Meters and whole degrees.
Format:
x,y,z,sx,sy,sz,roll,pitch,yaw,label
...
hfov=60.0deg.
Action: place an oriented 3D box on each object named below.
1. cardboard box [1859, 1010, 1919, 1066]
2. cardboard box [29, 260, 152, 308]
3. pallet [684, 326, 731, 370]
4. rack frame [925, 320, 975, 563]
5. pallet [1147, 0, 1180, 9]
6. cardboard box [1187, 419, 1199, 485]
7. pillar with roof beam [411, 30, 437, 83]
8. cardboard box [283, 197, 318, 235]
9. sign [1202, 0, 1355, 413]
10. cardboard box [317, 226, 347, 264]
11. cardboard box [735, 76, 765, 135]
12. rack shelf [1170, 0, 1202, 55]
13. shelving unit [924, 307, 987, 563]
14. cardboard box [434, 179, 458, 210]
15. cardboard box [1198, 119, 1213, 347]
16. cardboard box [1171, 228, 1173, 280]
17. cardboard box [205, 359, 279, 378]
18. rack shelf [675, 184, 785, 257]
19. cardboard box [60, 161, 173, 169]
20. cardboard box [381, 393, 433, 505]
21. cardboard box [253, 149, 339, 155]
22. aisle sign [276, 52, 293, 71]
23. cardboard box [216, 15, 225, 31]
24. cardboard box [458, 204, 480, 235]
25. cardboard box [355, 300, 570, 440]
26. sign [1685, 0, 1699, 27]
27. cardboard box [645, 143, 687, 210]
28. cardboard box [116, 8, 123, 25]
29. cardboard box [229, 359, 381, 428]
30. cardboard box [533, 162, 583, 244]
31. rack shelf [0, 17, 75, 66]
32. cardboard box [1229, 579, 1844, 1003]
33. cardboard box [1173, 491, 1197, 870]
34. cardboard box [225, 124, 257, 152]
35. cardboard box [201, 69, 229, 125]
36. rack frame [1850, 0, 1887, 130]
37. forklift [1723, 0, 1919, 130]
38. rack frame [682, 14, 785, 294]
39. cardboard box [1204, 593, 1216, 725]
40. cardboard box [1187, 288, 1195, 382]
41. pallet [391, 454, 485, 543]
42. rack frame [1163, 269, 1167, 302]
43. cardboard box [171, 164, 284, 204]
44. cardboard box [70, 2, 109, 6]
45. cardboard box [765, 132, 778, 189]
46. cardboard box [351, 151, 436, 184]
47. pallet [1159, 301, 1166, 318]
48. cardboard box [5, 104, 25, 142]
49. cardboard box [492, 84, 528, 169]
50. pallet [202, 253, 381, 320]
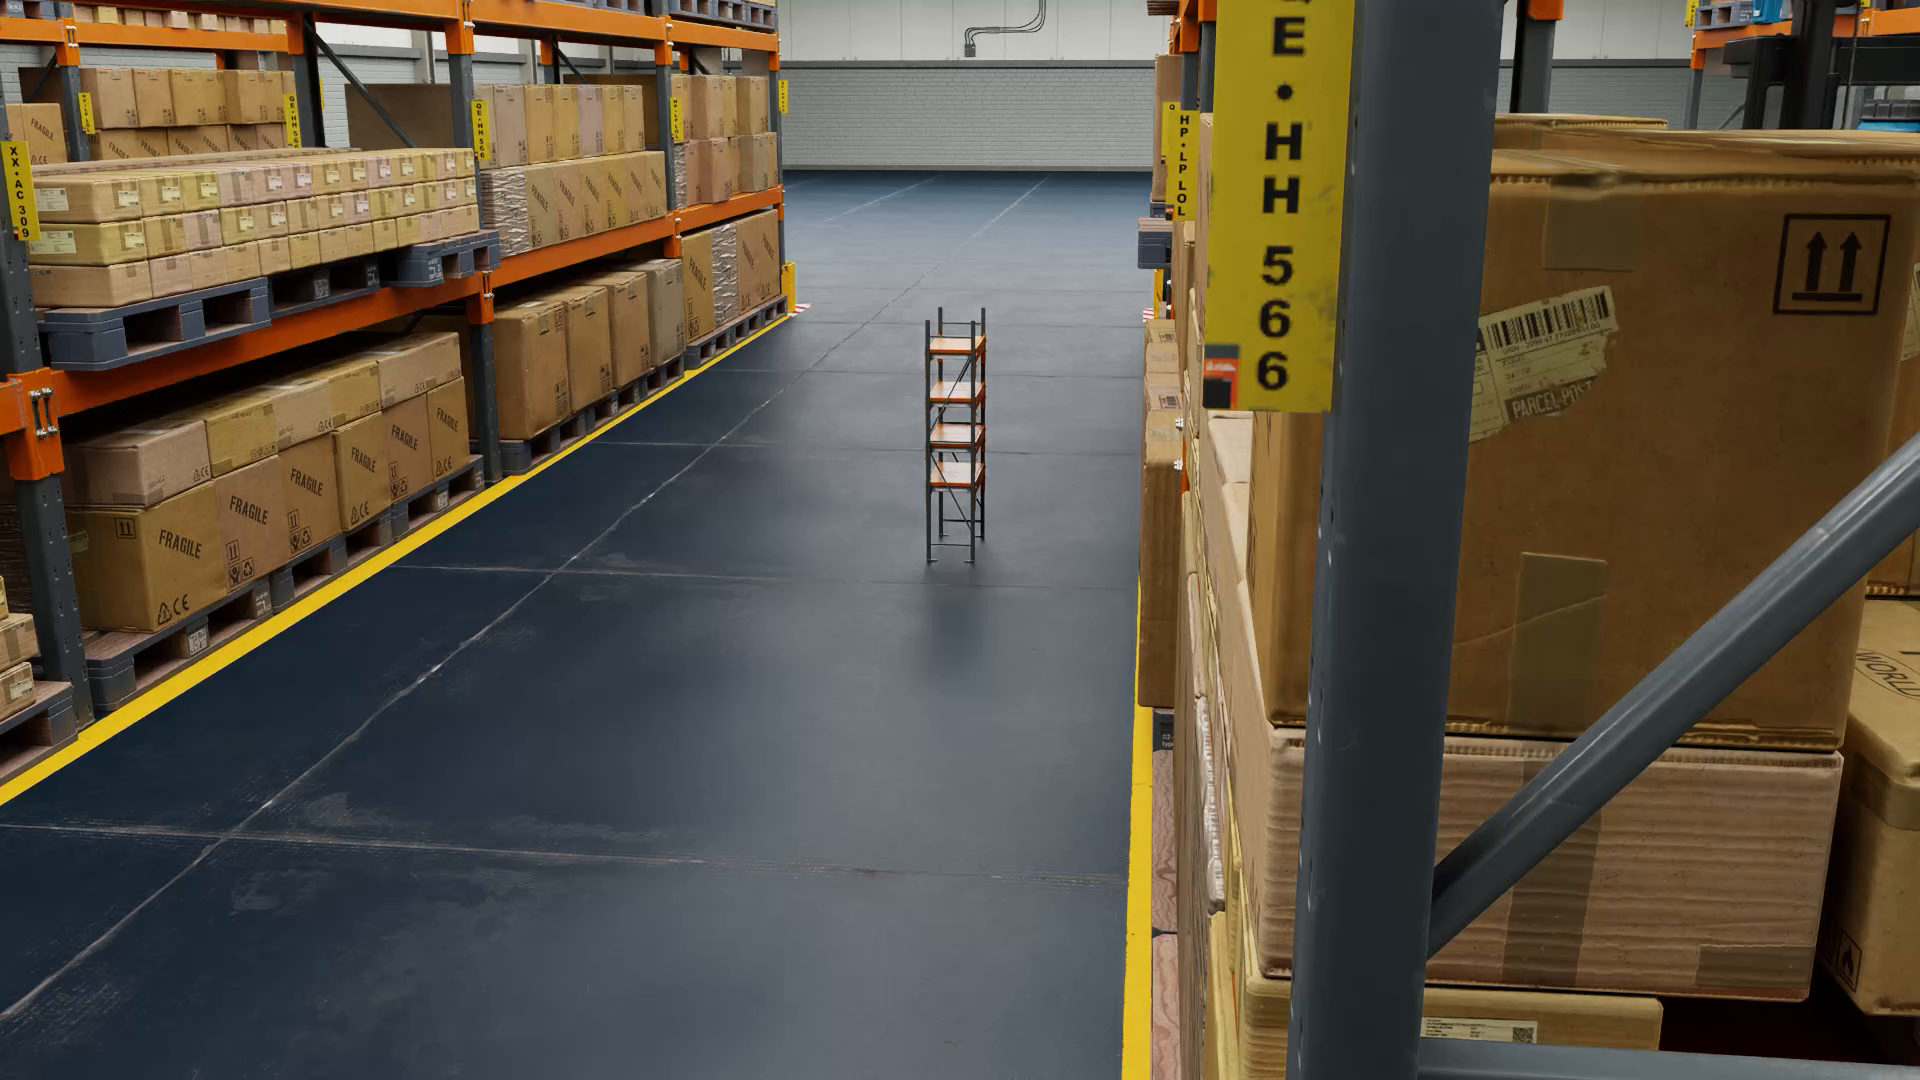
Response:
x,y,z,sx,sy,sz,roll,pitch,yaw,label
1.133,0.481,1.619,0.380,0.149,0.250,2,15,7,cardboard box
-3.199,-0.938,6.062,0.380,0.149,0.250,1,15,4,cardboard box
-2.634,-1.692,14.514,1.003,0.211,1.213,2,15,6,pallet
-0.046,-0.473,8.113,0.240,1.200,0.015,2,15,6,rack frame
1.829,-3.602,10.849,1.213,0.211,1.003,2,15,6,pallet
0.766,-0.203,4.147,0.380,0.149,0.250,1,15,5,cardboard box
-6.874,-11.429,33.689,9.100,9.000,0.400,2,15,6,pillar with roof beam
-3.056,-1.422,7.282,0.380,0.149,0.250,1,15,5,cardboard box
0.227,-0.251,1.173,0.100,0.325,0.005,2,15,6,sign
-3.026,-1.342,7.556,0.380,0.149,0.250,1,15,4,cardboard box
-2.397,-4.234,16.216,0.875,0.550,0.550,2,15,6,cardboard box
1.893,-3.253,10.576,1.077,0.370,4.000,2,15,6,rack shelf
-0.019,-0.536,8.347,0.258,1.200,0.503,2,15,6,shelving unit
-2.881,-1.820,8.752,0.380,0.149,0.250,2,15,8,cardboard box
0.791,-0.650,3.599,0.500,0.500,0.500,1,15,4,cardboard box
1.342,-1.563,8.506,0.500,0.500,0.500,2,15,8,cardboard box
-3.694,-0.732,8.172,0.500,0.250,0.500,2,15,7,cardboard box
-2.572,-3.014,15.442,1.077,0.370,4.000,2,15,6,rack shelf
-3.702,-1.585,7.313,0.380,0.149,0.250,1,15,4,cardboard box
-3.126,-0.489,8.707,0.500,0.500,0.500,2,15,9,cardboard box
-3.522,-1.990,8.813,0.380,0.149,0.250,1,15,5,cardboard box
-6.981,-5.262,17.397,0.394,0.787,0.004,2,15,6,aisle sign
-7.211,-4.895,15.752,0.380,0.149,0.250,1,15,5,cardboard box
-2.848,-1.745,9.047,0.380,0.149,0.250,2,15,7,cardboard box
-3.091,-1.078,10.406,1.050,0.750,0.750,1,15,5,cardboard box
6.945,-5.032,15.761,0.100,0.325,0.005,2,15,6,sign
-2.768,-3.011,13.765,0.875,0.550,0.550,2,15,6,cardboard box
-7.446,-4.497,14.280,0.380,0.149,0.250,2,15,6,cardboard box
-3.185,-0.716,8.110,0.500,0.250,0.500,2,15,8,cardboard box
-2.819,-2.225,10.952,0.500,0.500,0.500,2,15,6,cardboard box
-7.954,-3.545,11.656,1.077,0.370,4.000,2,15,6,rack shelf
0.556,0.237,1.757,0.500,0.250,0.500,1,15,5,cardboard box
1.062,0.396,4.717,0.875,0.875,0.875,2,15,6,cardboard box
-7.185,-3.784,16.146,0.500,0.500,0.500,2,15,6,cardboard box
-7.331,-4.144,15.564,0.700,0.500,0.500,2,15,6,cardboard box
7.040,-2.525,12.253,1.000,3.000,0.127,2,15,6,rack frame
4.155,-1.298,7.848,1.130,2.935,3.031,4,16,13,forklift
-2.347,-3.880,17.266,1.000,3.000,0.127,2,15,6,rack frame
0.592,0.196,2.672,0.380,0.149,0.250,1,15,5,cardboard box
0.903,-0.553,4.677,0.500,0.250,0.500,1,15,5,cardboard box
-3.339,-0.257,9.207,1.003,0.211,1.213,2,15,6,pallet
2.570,-3.708,16.629,1.000,3.000,0.127,2,15,6,rack frame
-3.083,-1.495,6.982,0.380,0.149,0.250,2,15,6,cardboard box
-7.406,-4.588,13.853,0.500,0.250,0.500,1,15,5,cardboard box
-2.344,-3.855,16.886,0.875,0.550,0.550,2,15,6,cardboard box
-2.909,-1.901,8.481,0.380,0.149,0.250,2,15,8,cardboard box
2.435,-2.133,16.145,1.003,0.211,1.213,2,15,6,pallet
-7.607,-3.102,12.821,0.500,0.500,0.500,2,15,7,cardboard box
-3.133,-2.584,10.364,0.700,0.500,0.500,1,15,5,cardboard box
-3.432,-1.198,7.715,1.003,0.211,1.213,2,15,6,pallet
